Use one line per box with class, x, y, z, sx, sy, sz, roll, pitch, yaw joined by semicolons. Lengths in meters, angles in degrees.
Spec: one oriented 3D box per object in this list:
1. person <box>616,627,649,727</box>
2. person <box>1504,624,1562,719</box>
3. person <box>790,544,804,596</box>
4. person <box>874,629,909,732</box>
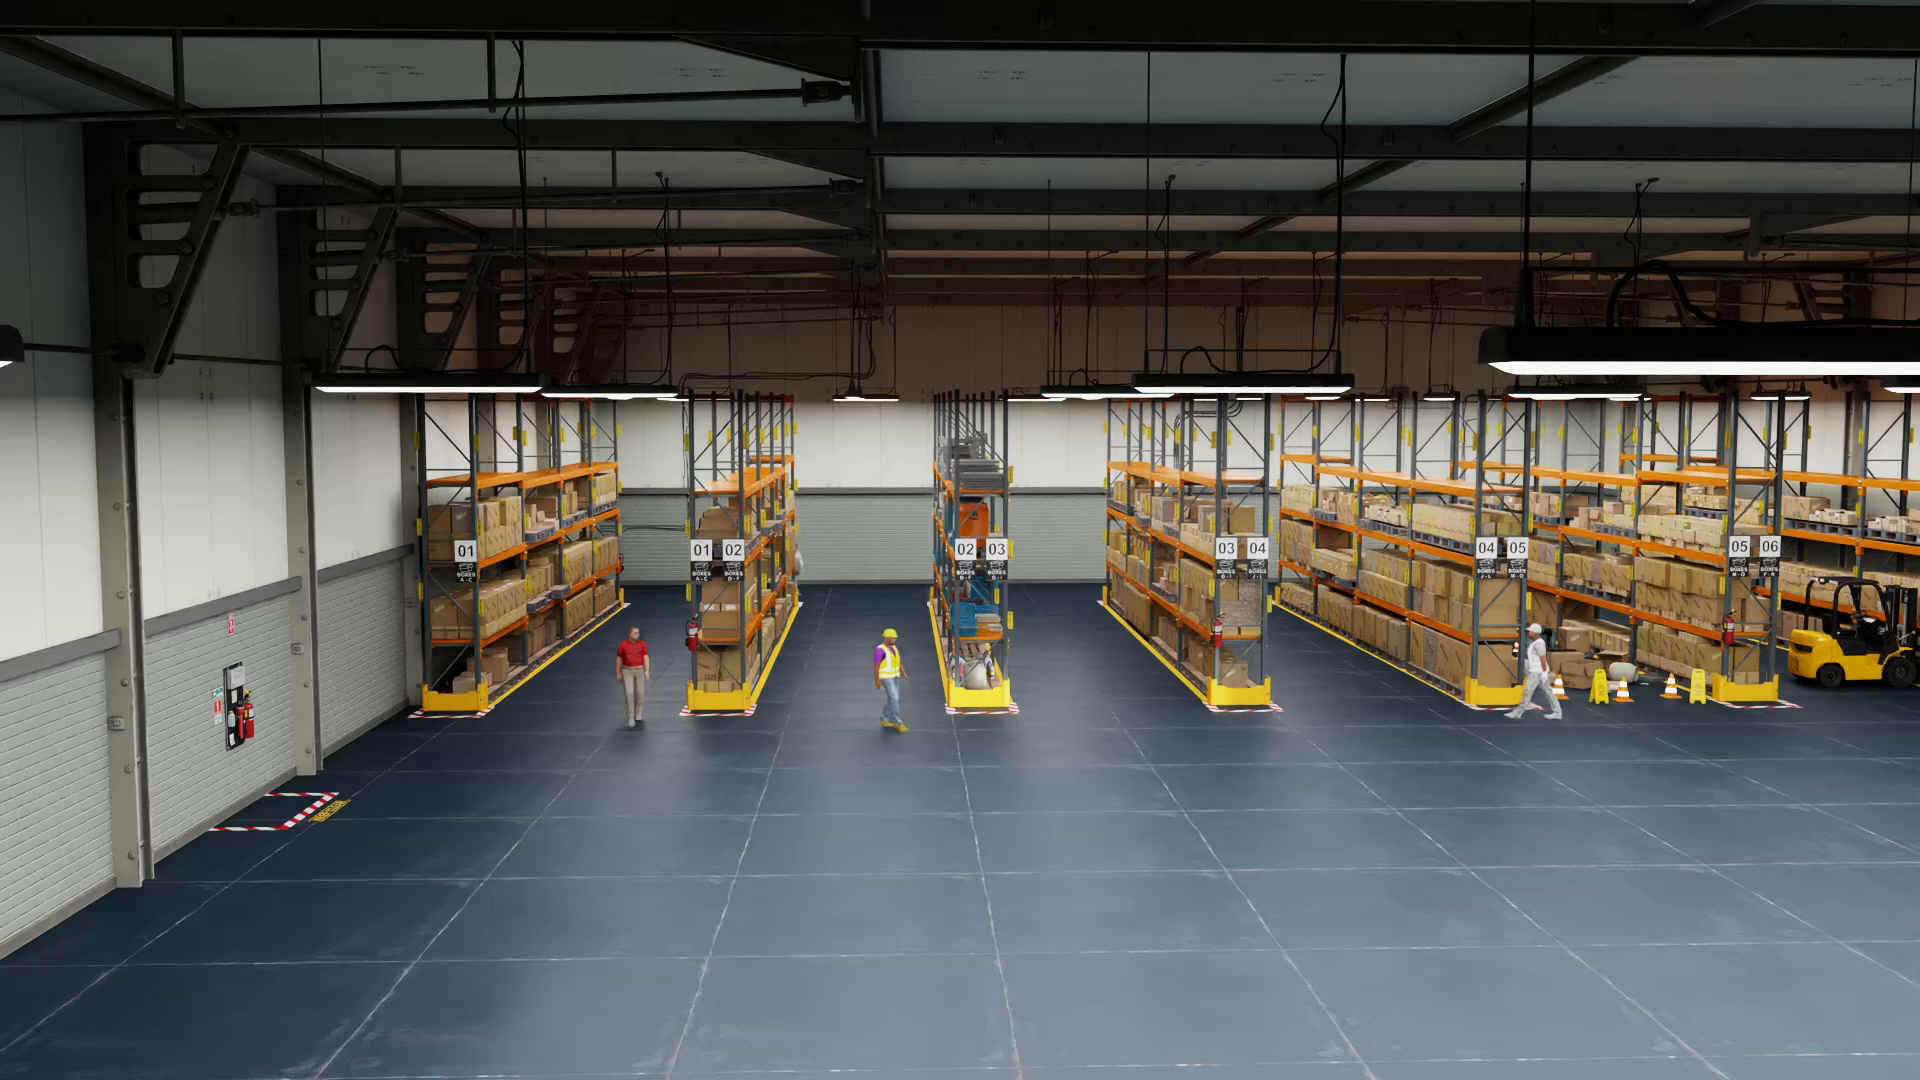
person;-5.843;2.445;29.934;0.566;1.732;0.769;-2;5;-26
person;10.424;2.371;30.177;0.988;1.718;0.591;2;5;24
person;-4.951;0.868;49.847;0.430;1.533;1.013;-3;5;-32
person;-1.138;2.466;29.362;0.792;1.772;0.597;3;6;33
